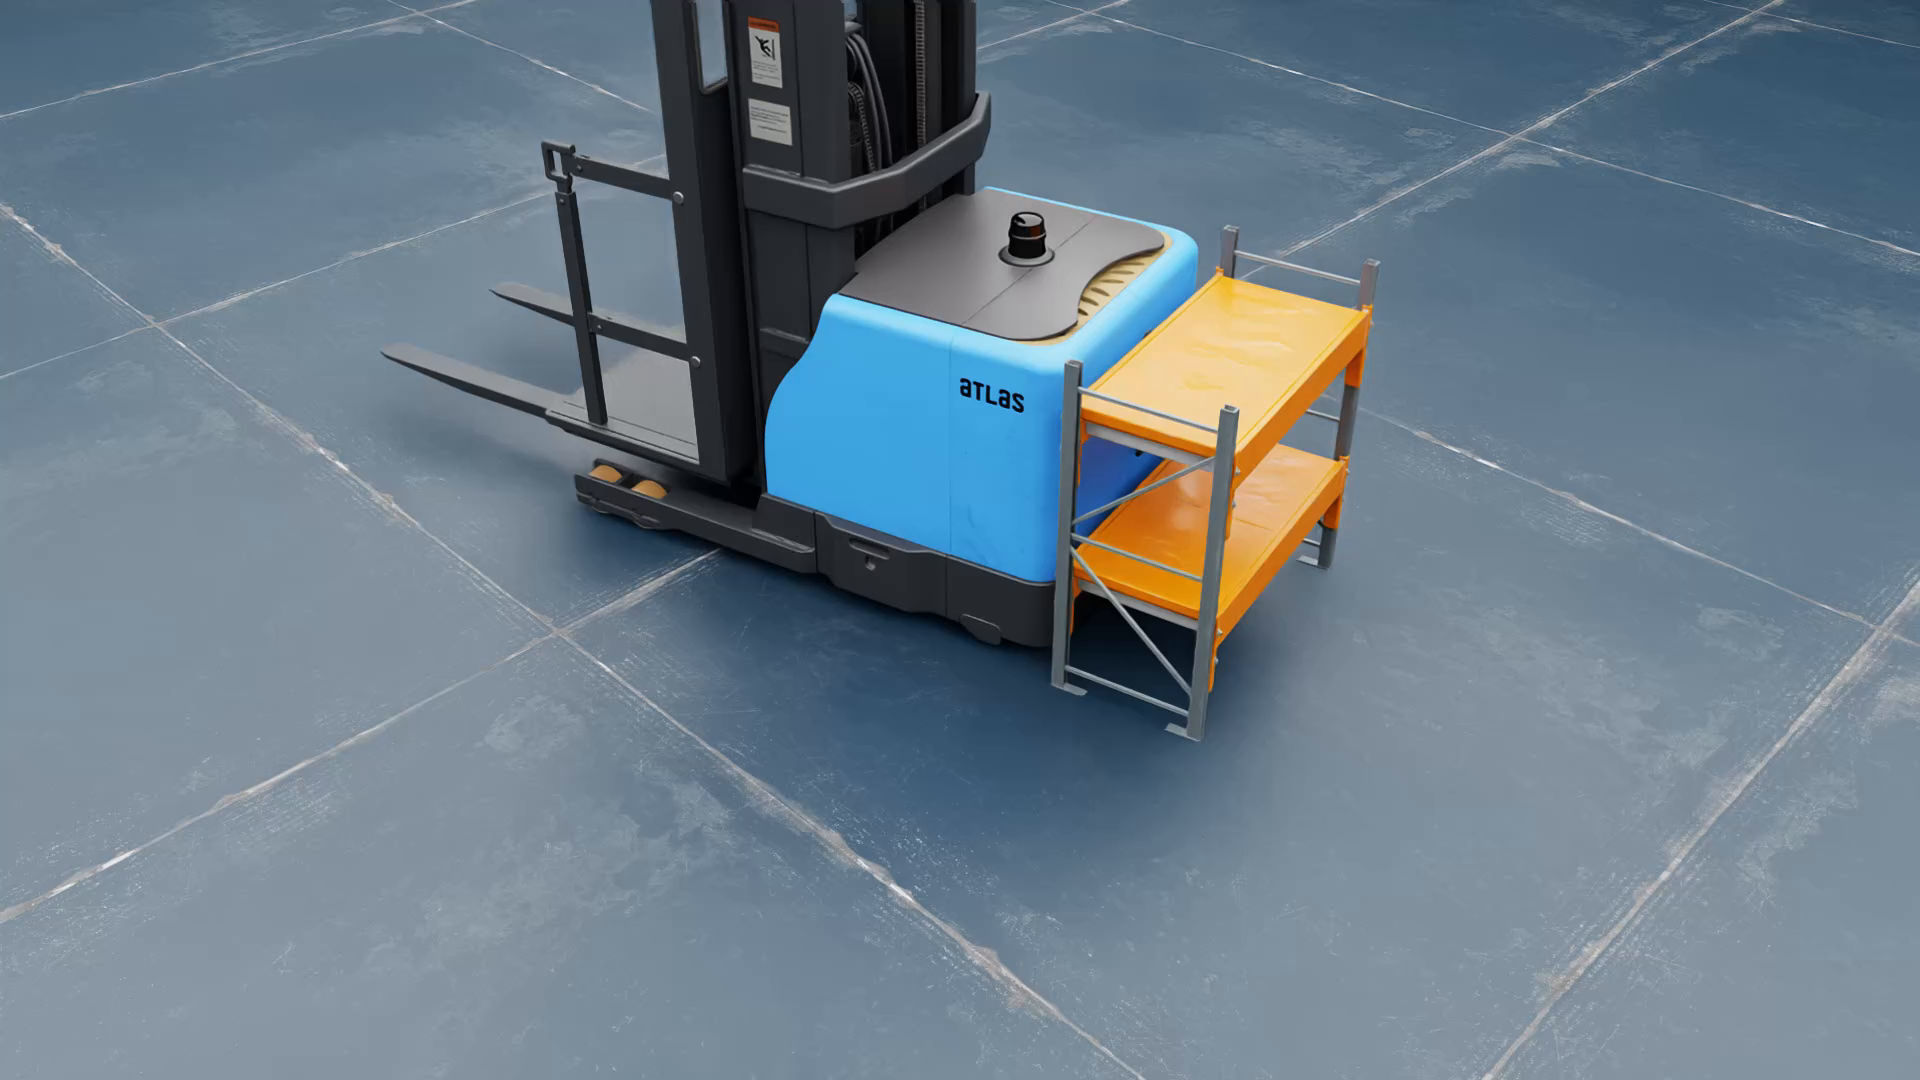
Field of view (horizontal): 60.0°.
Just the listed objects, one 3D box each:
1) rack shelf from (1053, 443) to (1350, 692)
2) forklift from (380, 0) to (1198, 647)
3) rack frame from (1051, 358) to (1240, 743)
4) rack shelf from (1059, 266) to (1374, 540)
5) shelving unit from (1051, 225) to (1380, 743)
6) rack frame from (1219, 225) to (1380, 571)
[{"bbox_3d":[0.769,0.007,5.183,0.538,0.278,1.000,20,39,26],"label":"rack shelf"},{"bbox_3d":[-0.763,-1.482,5.313,3.031,2.935,1.130,18,39,24],"label":"forklift"},{"bbox_3d":[0.500,0.054,4.690,0.500,1.125,0.032,20,39,26],"label":"rack frame"},{"bbox_3d":[0.769,-0.433,4.876,0.538,0.278,1.000,20,39,26],"label":"rack shelf"},{"bbox_3d":[0.769,-0.193,5.044,0.538,1.125,1.048,20,39,26],"label":"shelving unit"},{"bbox_3d":[1.038,-0.440,5.397,0.500,1.125,0.032,20,39,26],"label":"rack frame"}]
